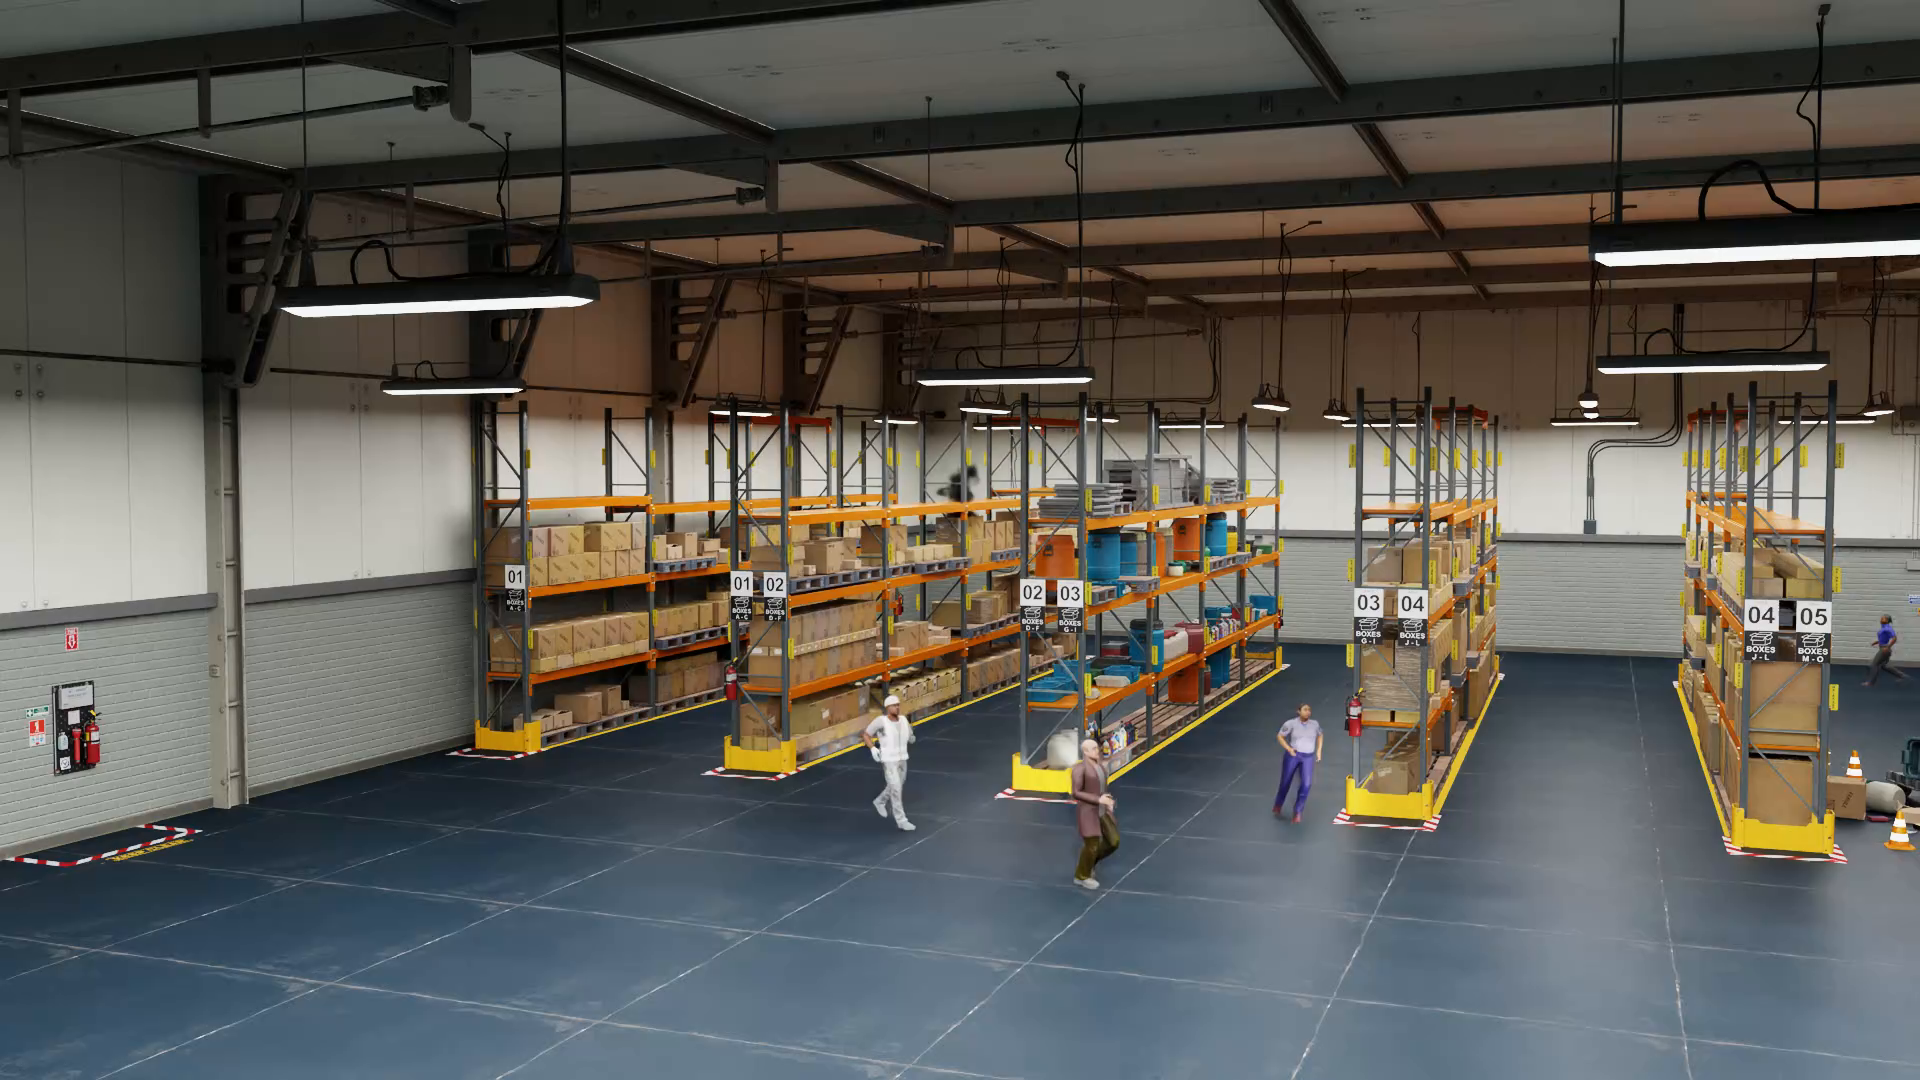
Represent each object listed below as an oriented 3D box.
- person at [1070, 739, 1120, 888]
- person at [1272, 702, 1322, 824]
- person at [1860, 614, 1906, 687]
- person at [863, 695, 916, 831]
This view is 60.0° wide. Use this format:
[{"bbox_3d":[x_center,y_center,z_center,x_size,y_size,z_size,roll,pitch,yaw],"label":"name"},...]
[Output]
[{"bbox_3d":[1.585,3.187,19.342,0.631,1.739,0.695,3,4,44],"label":"person"},{"bbox_3d":[4.701,3.085,23.101,0.674,1.668,0.696,0,3,2],"label":"person"},{"bbox_3d":[20.214,2.422,36.314,0.889,1.622,0.647,1,3,18],"label":"person"},{"bbox_3d":[-0.904,2.987,22.558,0.689,1.762,1.002,-3,4,-42],"label":"person"}]
